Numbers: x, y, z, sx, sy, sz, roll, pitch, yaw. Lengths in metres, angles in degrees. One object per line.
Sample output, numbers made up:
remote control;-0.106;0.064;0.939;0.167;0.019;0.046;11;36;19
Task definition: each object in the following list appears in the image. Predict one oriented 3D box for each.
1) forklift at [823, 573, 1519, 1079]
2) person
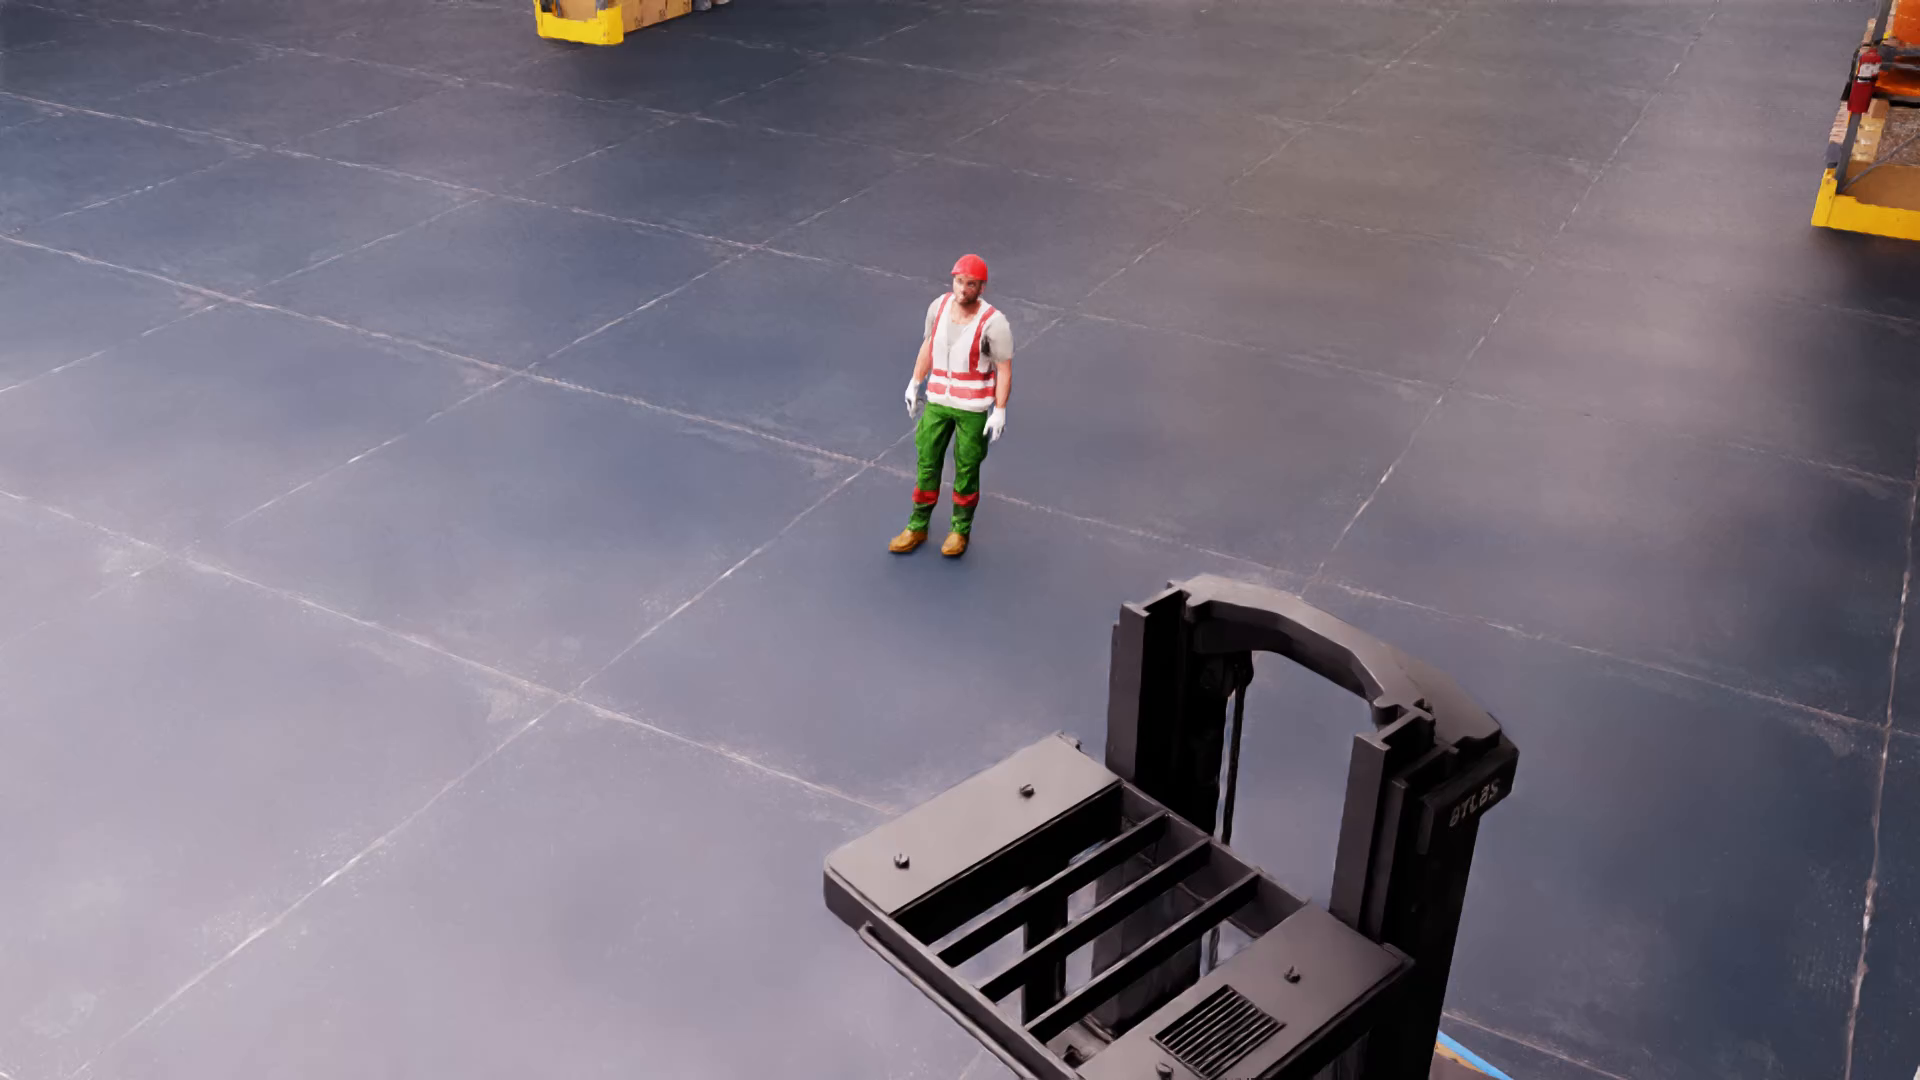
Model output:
forklift;0.372;1.668;4.180;3.031;2.935;1.130;-24;37;-35
person;-0.048;-0.748;9.496;0.637;1.787;0.563;15;33;25
